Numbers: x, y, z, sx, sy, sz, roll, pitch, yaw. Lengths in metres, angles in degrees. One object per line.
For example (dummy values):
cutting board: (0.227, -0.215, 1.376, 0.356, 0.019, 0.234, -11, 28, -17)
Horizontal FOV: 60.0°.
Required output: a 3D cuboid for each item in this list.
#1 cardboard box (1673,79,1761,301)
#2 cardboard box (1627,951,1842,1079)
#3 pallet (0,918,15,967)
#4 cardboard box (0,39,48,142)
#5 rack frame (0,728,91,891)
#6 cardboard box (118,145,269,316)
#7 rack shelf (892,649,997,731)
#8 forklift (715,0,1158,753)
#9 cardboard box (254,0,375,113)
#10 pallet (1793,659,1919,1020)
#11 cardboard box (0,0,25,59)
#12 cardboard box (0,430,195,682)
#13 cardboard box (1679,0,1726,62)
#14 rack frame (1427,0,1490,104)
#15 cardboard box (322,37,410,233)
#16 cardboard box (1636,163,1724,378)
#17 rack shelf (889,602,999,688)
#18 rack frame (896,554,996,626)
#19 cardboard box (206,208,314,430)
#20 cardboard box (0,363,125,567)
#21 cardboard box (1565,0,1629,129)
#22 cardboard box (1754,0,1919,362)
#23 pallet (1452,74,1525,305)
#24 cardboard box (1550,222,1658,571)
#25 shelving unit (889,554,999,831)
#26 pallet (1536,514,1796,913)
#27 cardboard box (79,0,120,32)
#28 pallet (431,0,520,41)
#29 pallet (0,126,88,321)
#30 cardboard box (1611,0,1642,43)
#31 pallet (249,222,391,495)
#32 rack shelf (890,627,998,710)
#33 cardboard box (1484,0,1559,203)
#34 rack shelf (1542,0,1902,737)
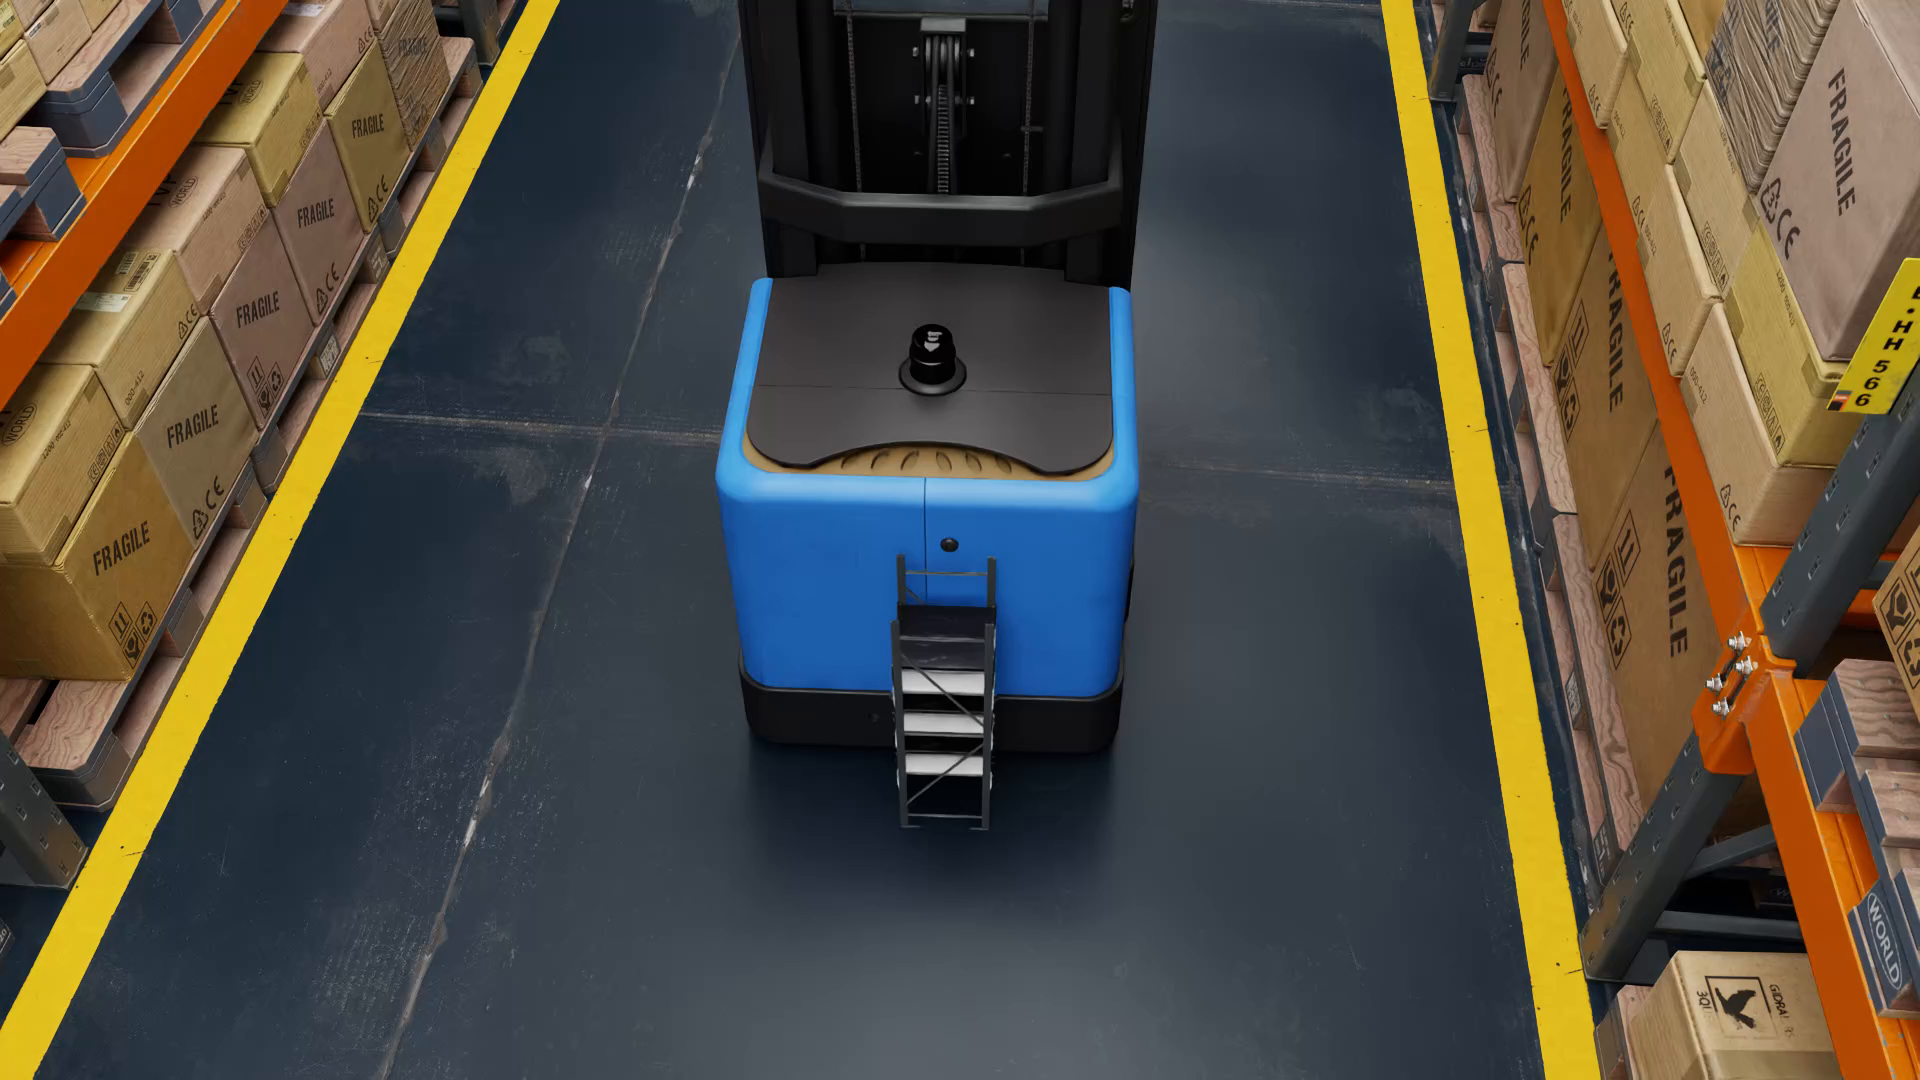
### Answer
cardboard box: (1.925, -0.772, 3.686, 0.500, 0.250, 0.500, 3, 48, 3)
cardboard box: (2.030, 1.256, 3.565, 0.950, 0.372, 0.625, 1, 48, 1)
pallet: (-2.995, 1.353, 3.870, 1.003, 0.211, 1.213, 4, 48, 4)
cardboard box: (-2.534, -1.129, 4.135, 0.380, 0.149, 0.250, 6, 48, 5)
rack frame: (-2.848, -0.163, 3.366, 1.000, 3.000, 0.127, 4, 48, 4)
cardboard box: (-2.440, -0.940, 4.978, 0.500, 0.250, 0.500, 4, 48, 4)
rack shelf: (-0.037, 0.375, 4.217, 0.258, 0.077, 0.200, 2, 49, 2)
forklift: (-0.022, -1.479, 4.616, 1.130, 2.935, 3.031, 2, 48, 2)
cardboard box: (-2.359, -1.712, 5.684, 0.500, 0.250, 0.500, 6, 48, 5)
pallet: (2.132, 0.692, 2.715, 1.213, 0.211, 1.003, 4, 48, 4)
cardboard box: (-2.537, -1.243, 4.038, 0.380, 0.149, 0.250, 4, 48, 4)
cardboard box: (-2.529, 0.037, 4.593, 0.500, 0.500, 0.500, 2, 48, 2)
cardboard box: (1.968, -1.415, 3.766, 0.500, 0.500, 0.500, 4, 48, 4)
rack frame: (2.456, -2.843, 5.818, 1.000, 3.000, 0.127, 4, 48, 4)
cardboard box: (-2.347, -1.462, 5.964, 0.500, 0.500, 0.500, 3, 48, 3)
cardboard box: (1.909, -0.619, 3.885, 0.500, 0.250, 0.500, 5, 48, 4)
rack shelf: (-0.037, 0.256, 4.082, 0.258, 0.077, 0.200, 2, 49, 2)
rack frame: (-0.033, 0.336, 4.327, 0.240, 0.900, 0.006, 2, 49, 2)
cardboard box: (-2.445, -0.711, 5.277, 0.500, 0.500, 0.500, 3, 48, 3)
cardboard box: (-2.544, -0.204, 4.305, 0.500, 0.250, 0.500, 2, 48, 2)
cardboard box: (1.990, -1.365, 4.567, 0.500, 0.250, 0.500, 3, 48, 3)
cardboard box: (1.878, -0.673, 3.087, 0.500, 0.500, 0.500, 3, 48, 2)
pallet: (2.460, -1.330, 6.324, 1.003, 0.211, 1.213, 4, 48, 4)
cardboard box: (2.322, -0.486, 4.817, 0.875, 0.875, 0.875, 4, 48, 4)
shelving unit: (-0.037, 0.412, 4.260, 0.258, 0.900, 0.210, 2, 49, 2)
pallet: (2.238, 0.463, 4.684, 1.003, 0.211, 1.213, 4, 48, 4)
cardboard box: (-2.487, -1.509, 4.483, 0.380, 0.149, 0.250, 4, 48, 4)
pallet: (-2.457, -2.657, 7.537, 1.003, 0.211, 1.213, 4, 48, 4)
pallet: (-2.889, -0.629, 3.922, 1.213, 0.211, 1.003, 4, 48, 4)
cardboard box: (1.999, -1.531, 4.381, 0.500, 0.250, 0.500, 3, 48, 2)
pallet: (-2.661, -0.690, 5.738, 1.003, 0.211, 1.213, 4, 48, 4)
rack shelf: (-0.037, 0.316, 4.150, 0.258, 0.077, 0.200, 2, 49, 2)
cardboard box: (2.479, -1.807, 6.025, 0.875, 0.875, 0.875, 5, 48, 5)
rack shelf: (2.273, -1.131, 4.739, 1.077, 0.370, 4.000, 4, 48, 4)
